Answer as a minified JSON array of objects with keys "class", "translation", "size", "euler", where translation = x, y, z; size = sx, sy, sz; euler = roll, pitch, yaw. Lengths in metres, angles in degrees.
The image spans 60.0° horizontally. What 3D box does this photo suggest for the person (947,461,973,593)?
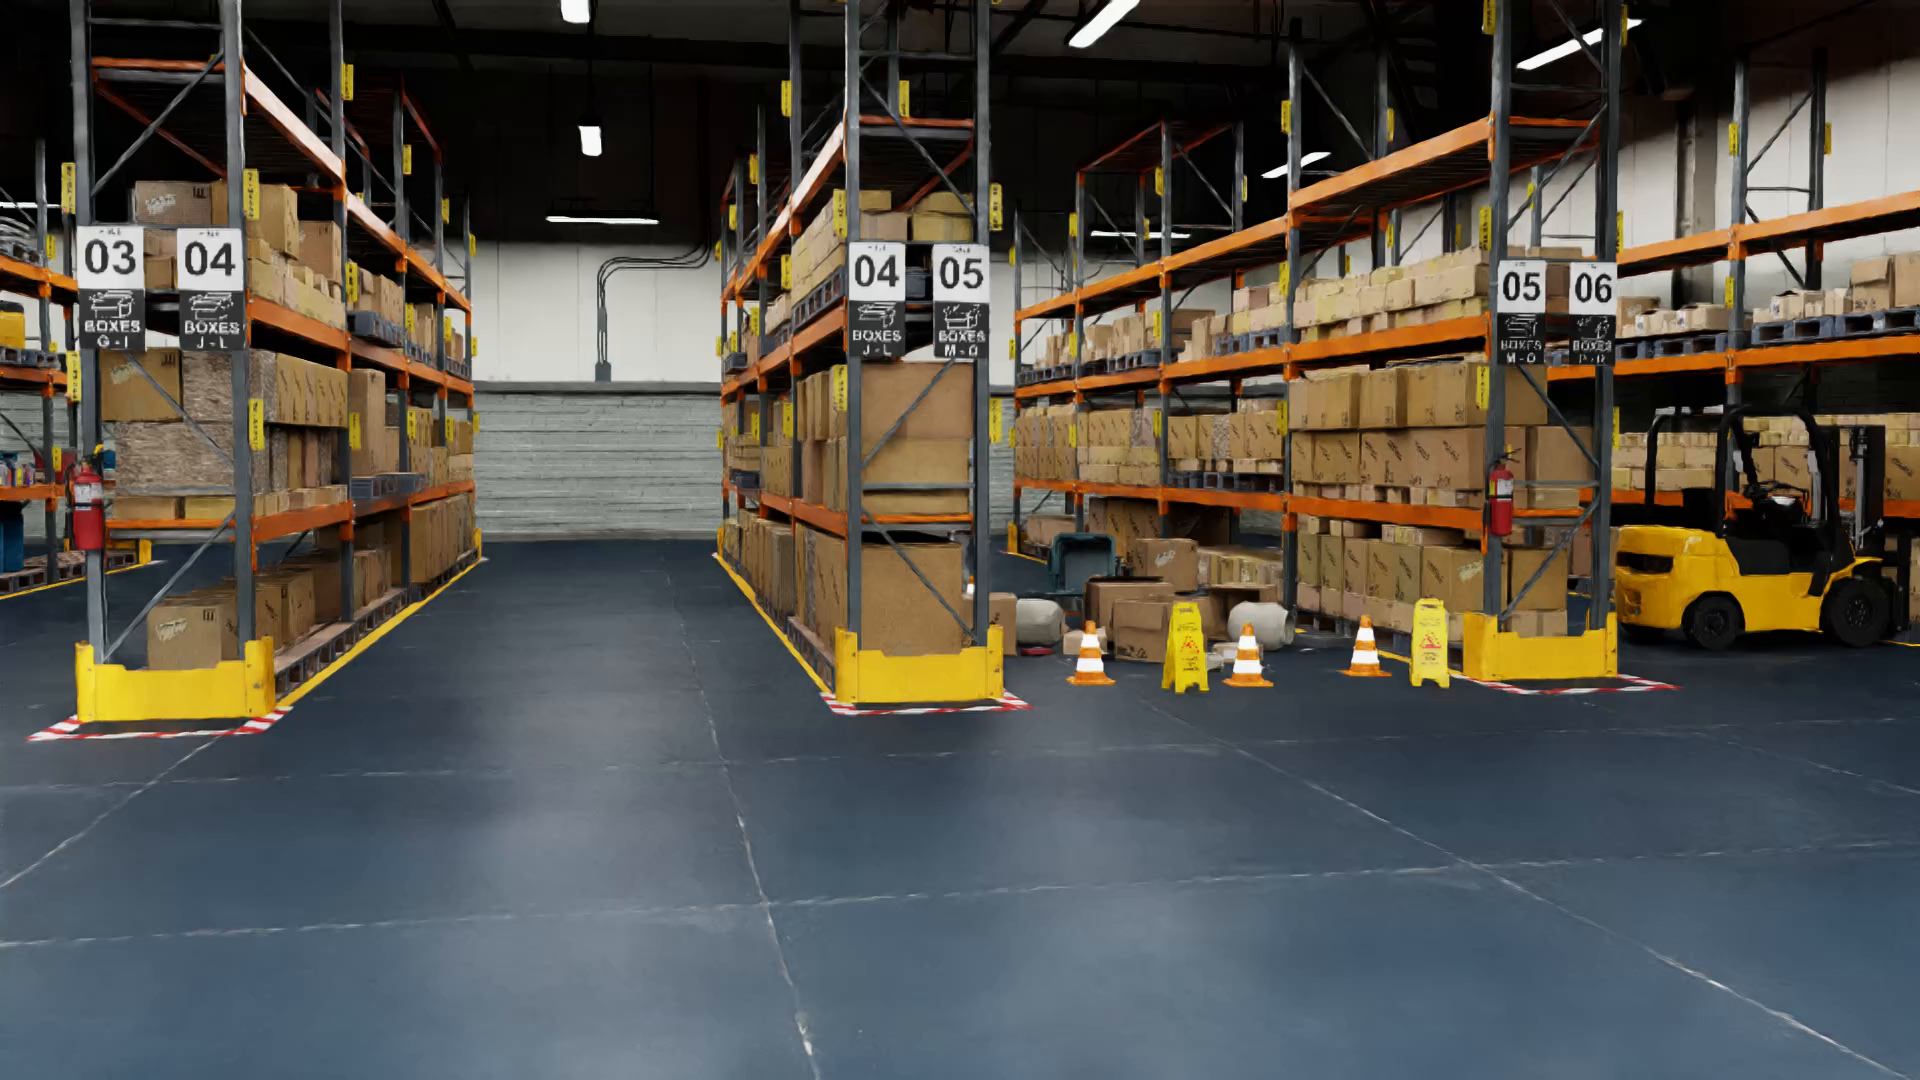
[{"class":"person","translation":[-0.030,-0.088,18.281],"size":[0.353,1.682,0.530],"euler":[1,3,16]}]
